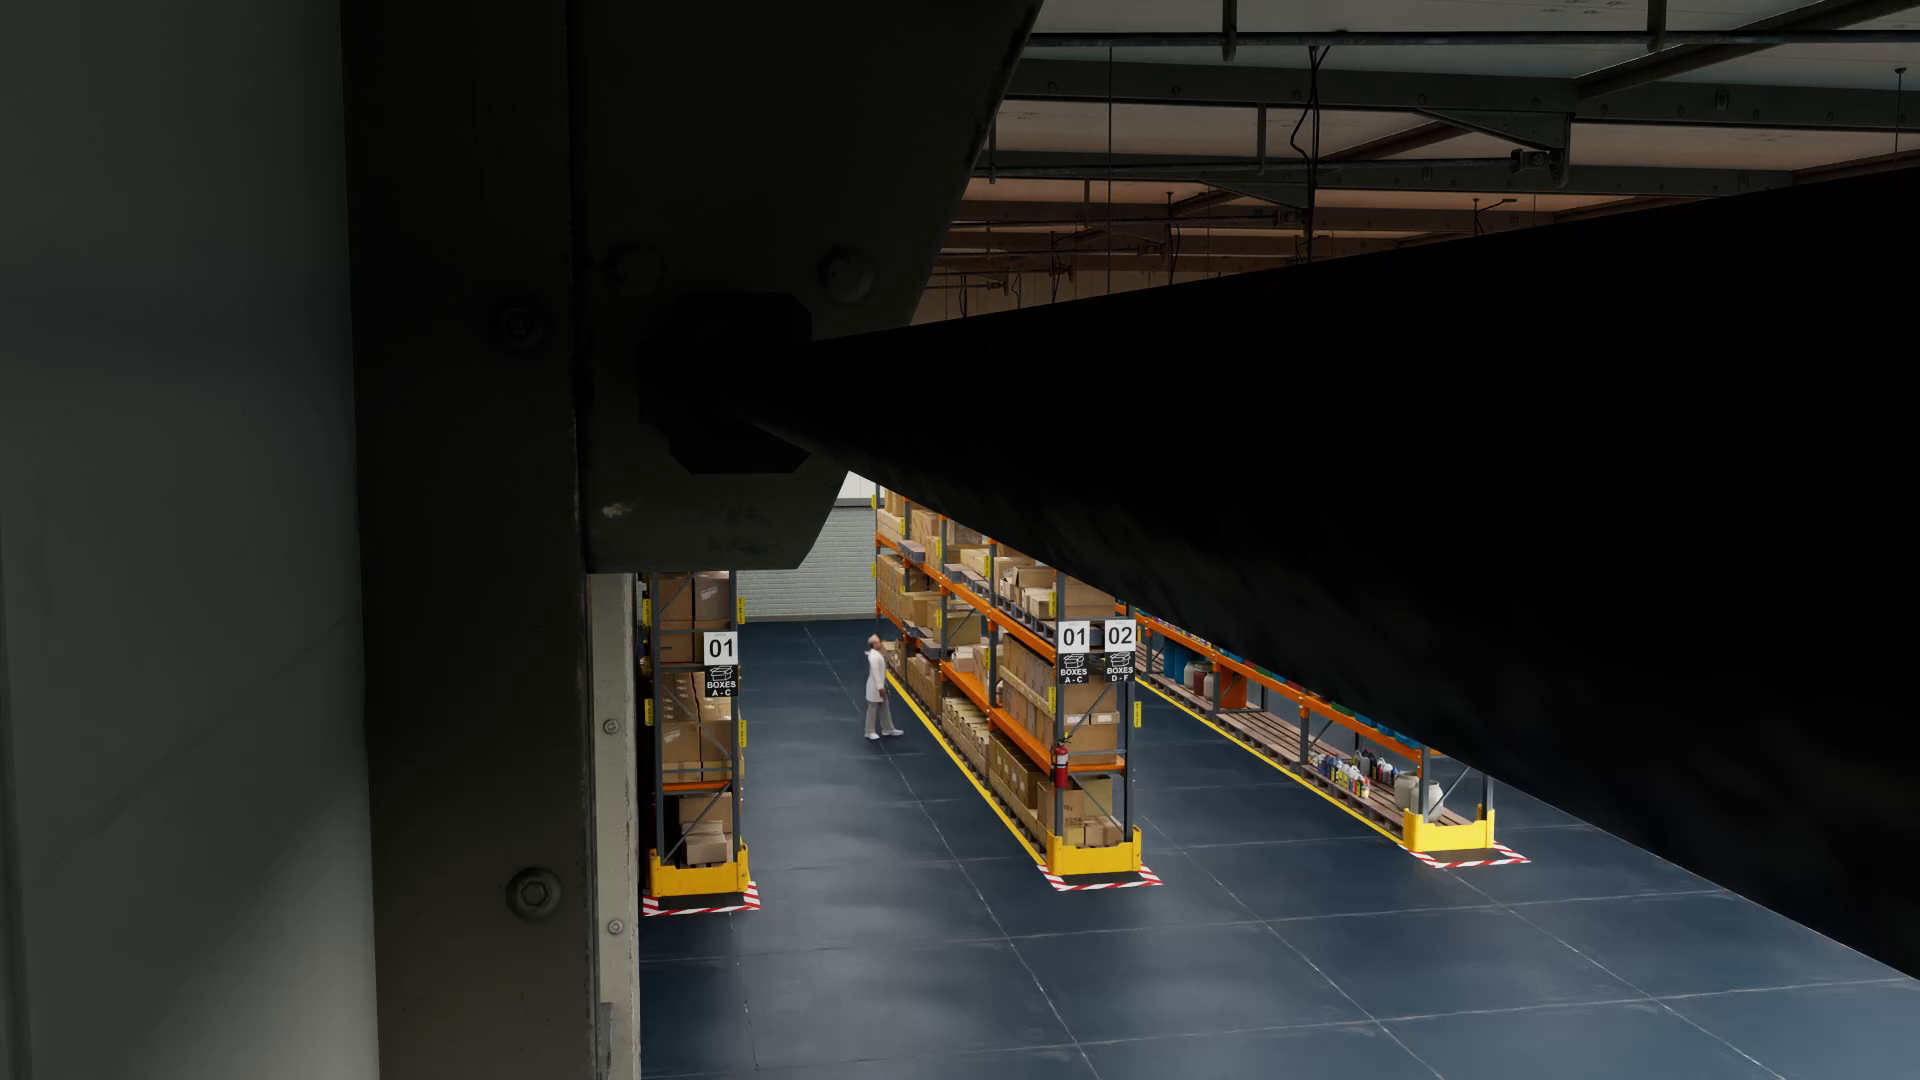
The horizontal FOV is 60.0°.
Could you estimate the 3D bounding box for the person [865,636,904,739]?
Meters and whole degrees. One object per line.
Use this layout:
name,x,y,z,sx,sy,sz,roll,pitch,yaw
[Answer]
person,-1.333,2.524,28.556,0.635,1.769,0.646,1,6,11

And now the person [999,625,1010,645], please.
person,0.906,2.037,33.843,0.572,1.658,0.926,-1,6,-7
